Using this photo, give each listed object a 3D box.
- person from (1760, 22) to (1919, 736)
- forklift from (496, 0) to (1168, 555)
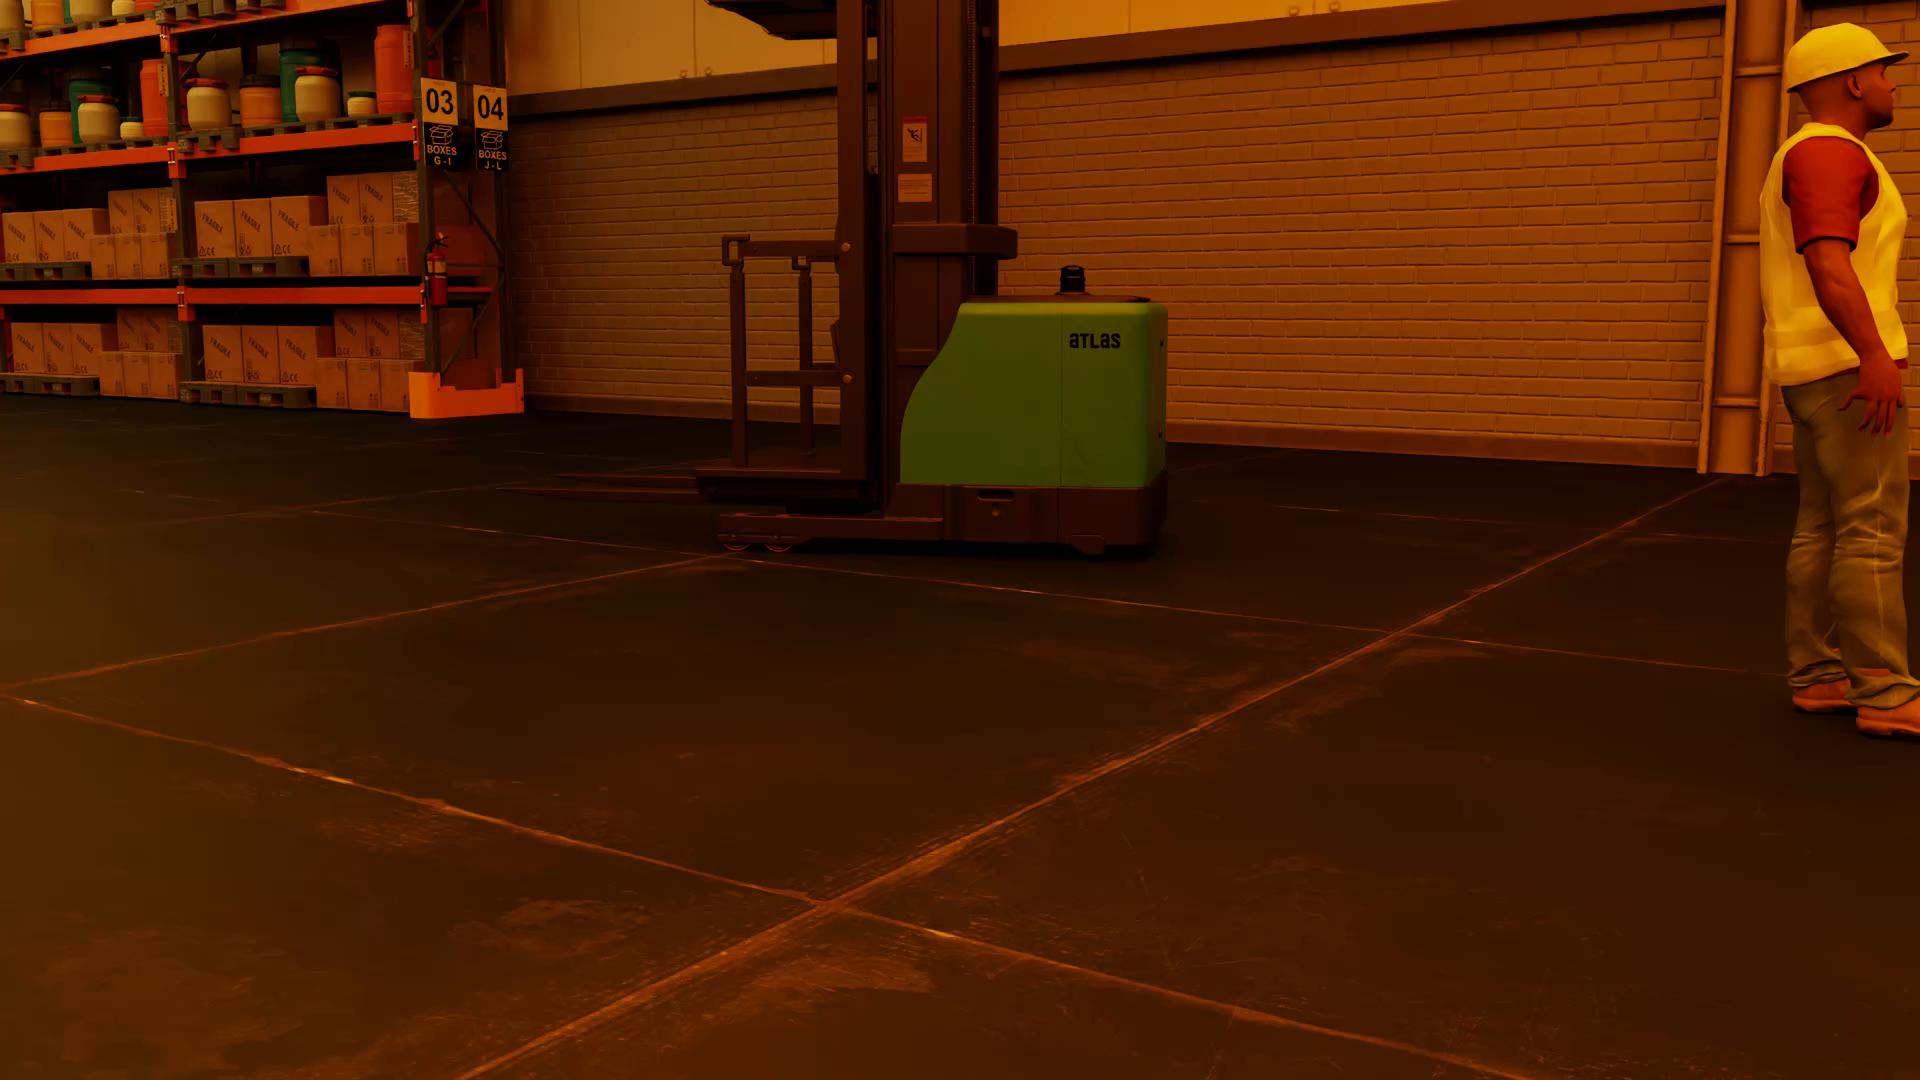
[{"bbox_3d":[2.336,-0.423,4.256,0.574,1.769,0.665,3,9,19],"label":"person"},{"bbox_3d":[-0.596,-1.469,7.520,3.031,2.935,1.130,2,8,12],"label":"forklift"}]
